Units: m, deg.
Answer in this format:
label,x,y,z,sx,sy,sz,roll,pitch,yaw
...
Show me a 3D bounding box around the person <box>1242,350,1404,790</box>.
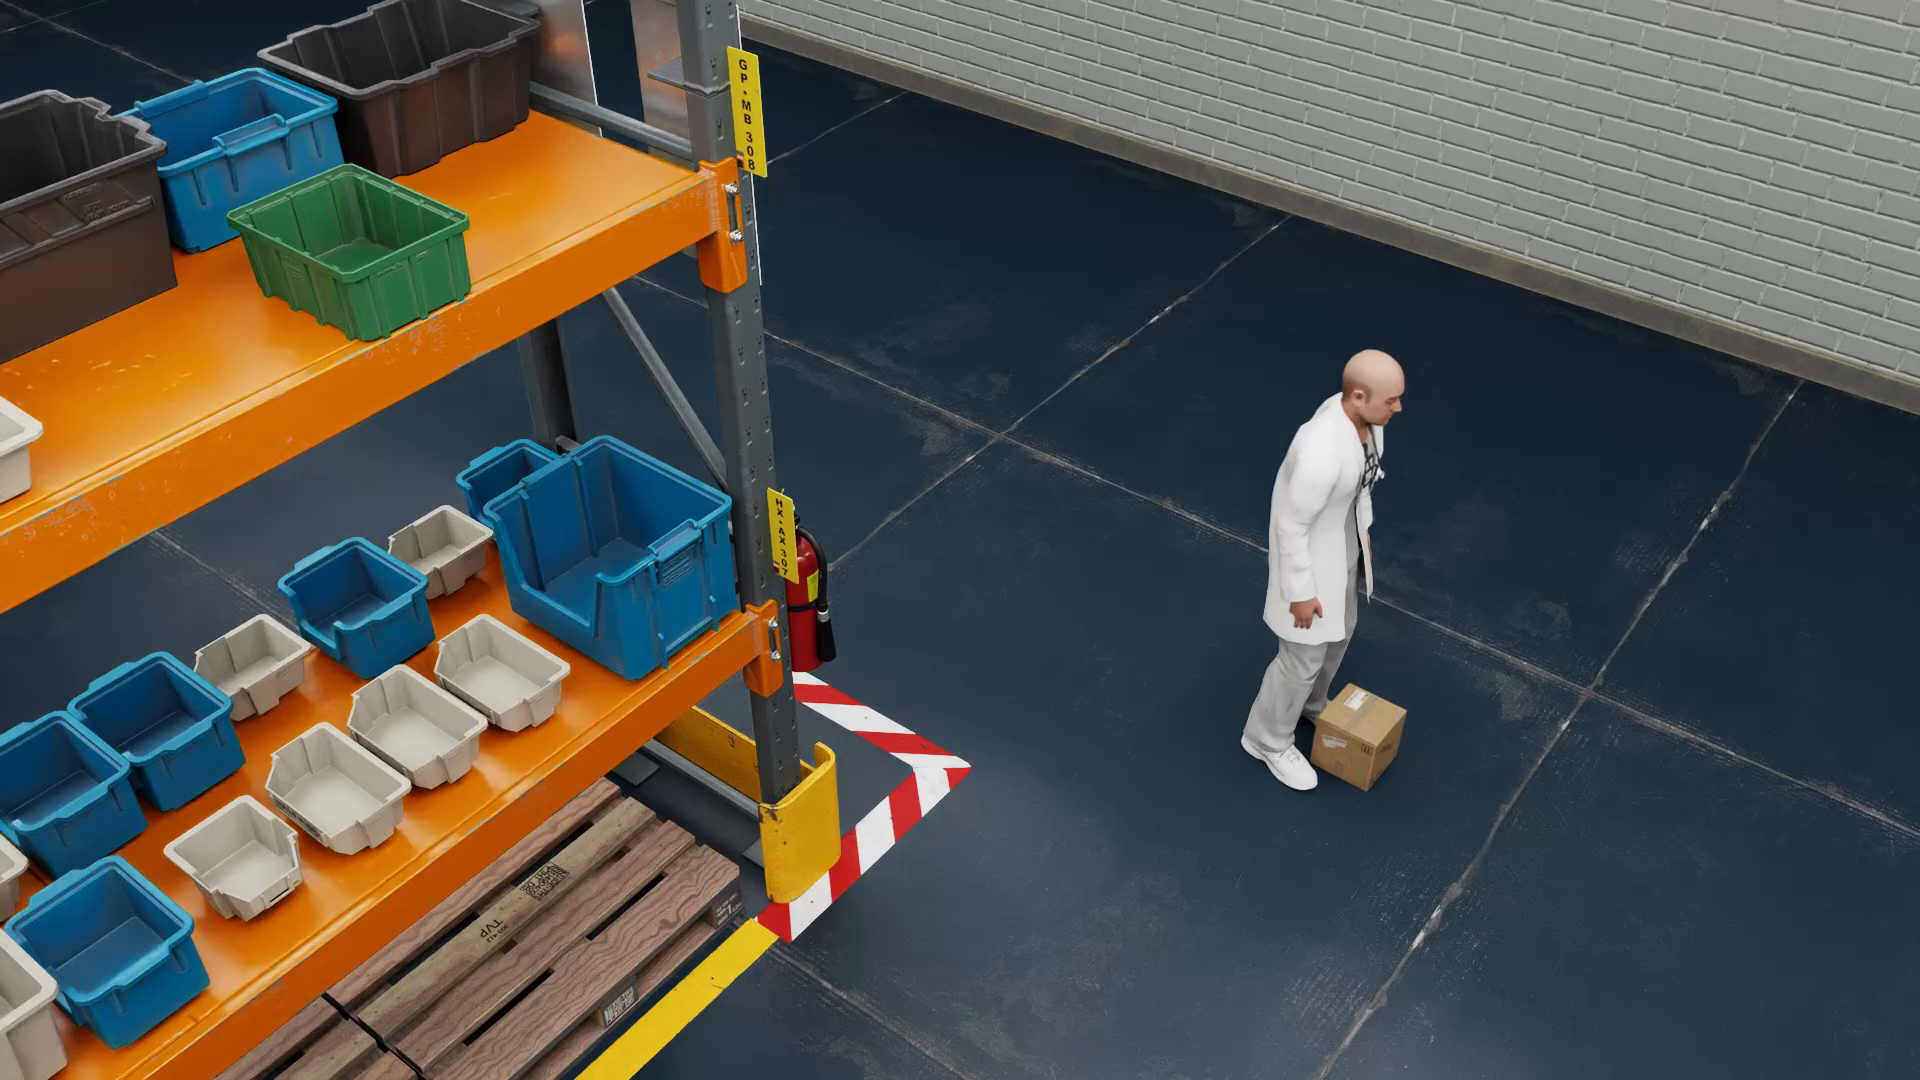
label,x,y,z,sx,sy,sz,roll,pitch,yaw
person,1.340,0.075,6.071,0.415,1.773,0.631,24,44,27
